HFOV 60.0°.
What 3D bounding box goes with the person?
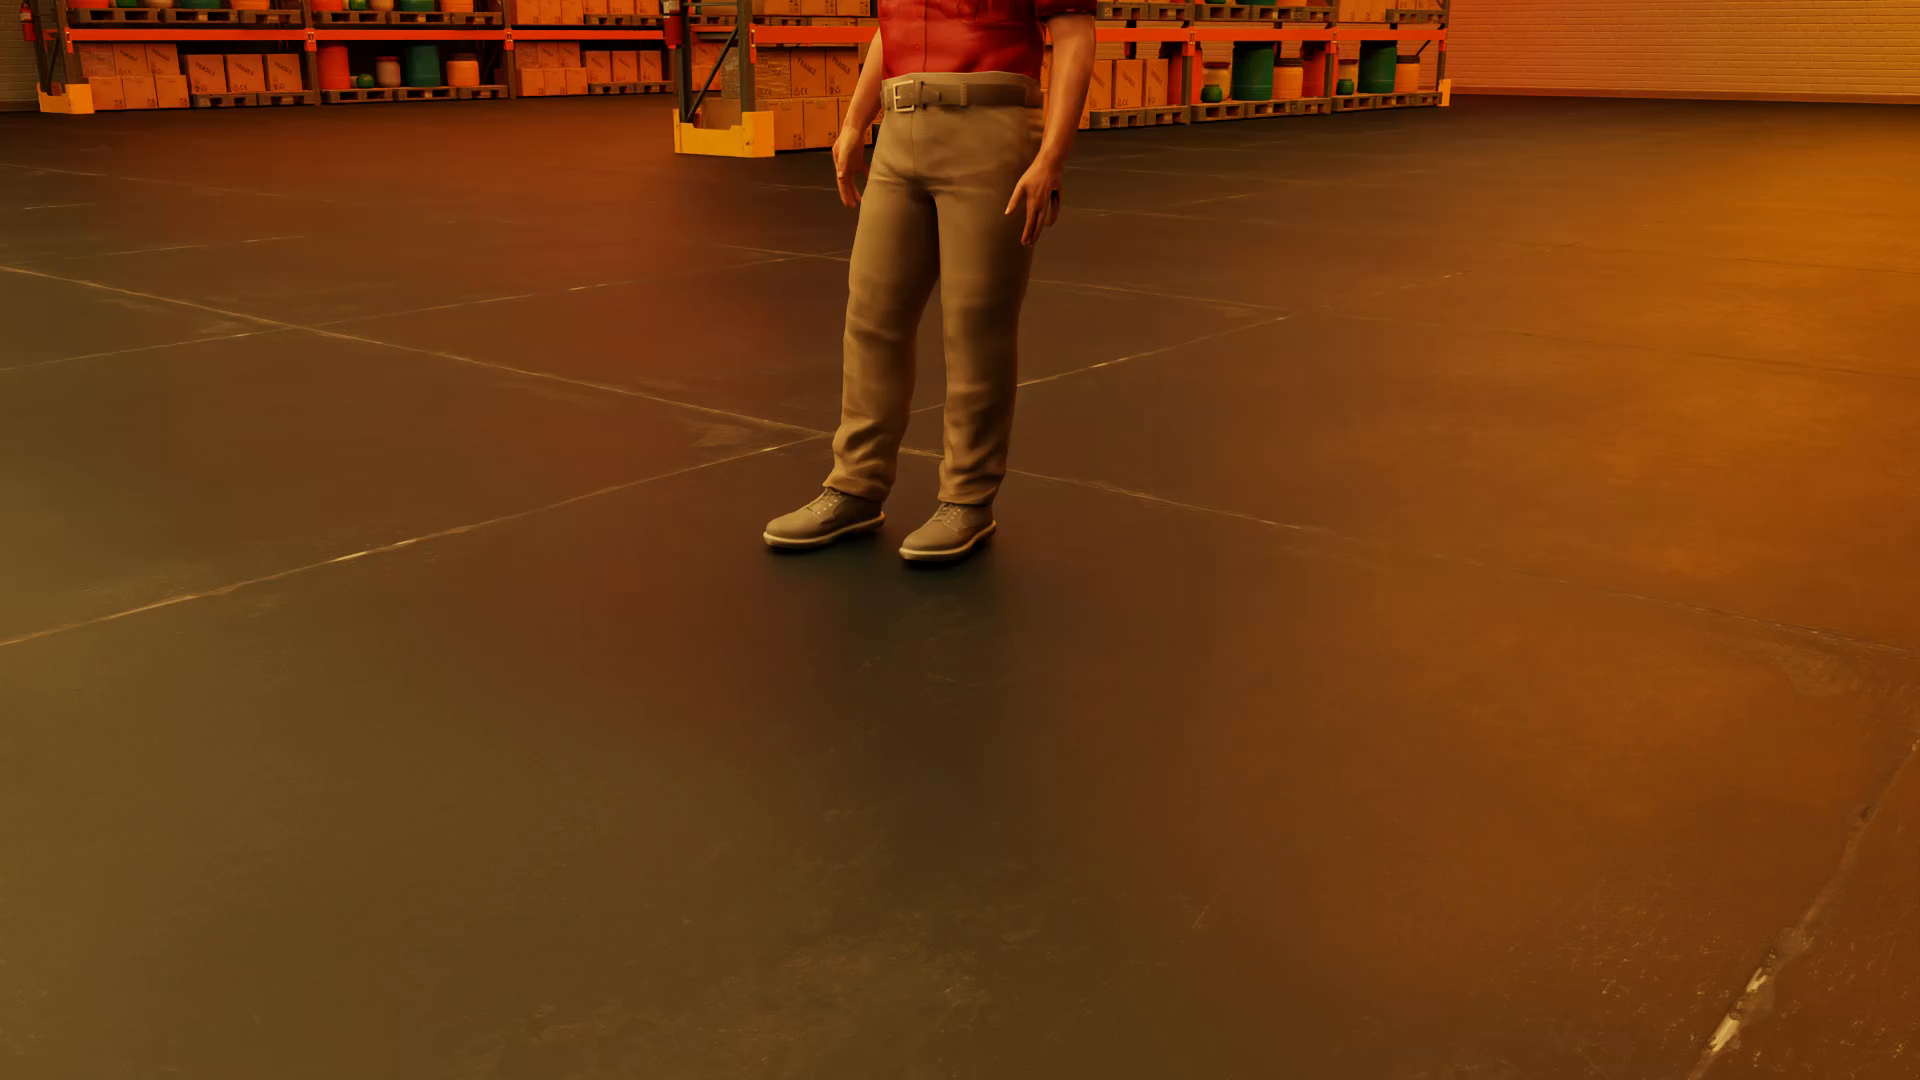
[{"bbox_3d":[-0.067,-0.816,3.630,0.640,1.727,0.551,13,21,37],"label":"person"}]
